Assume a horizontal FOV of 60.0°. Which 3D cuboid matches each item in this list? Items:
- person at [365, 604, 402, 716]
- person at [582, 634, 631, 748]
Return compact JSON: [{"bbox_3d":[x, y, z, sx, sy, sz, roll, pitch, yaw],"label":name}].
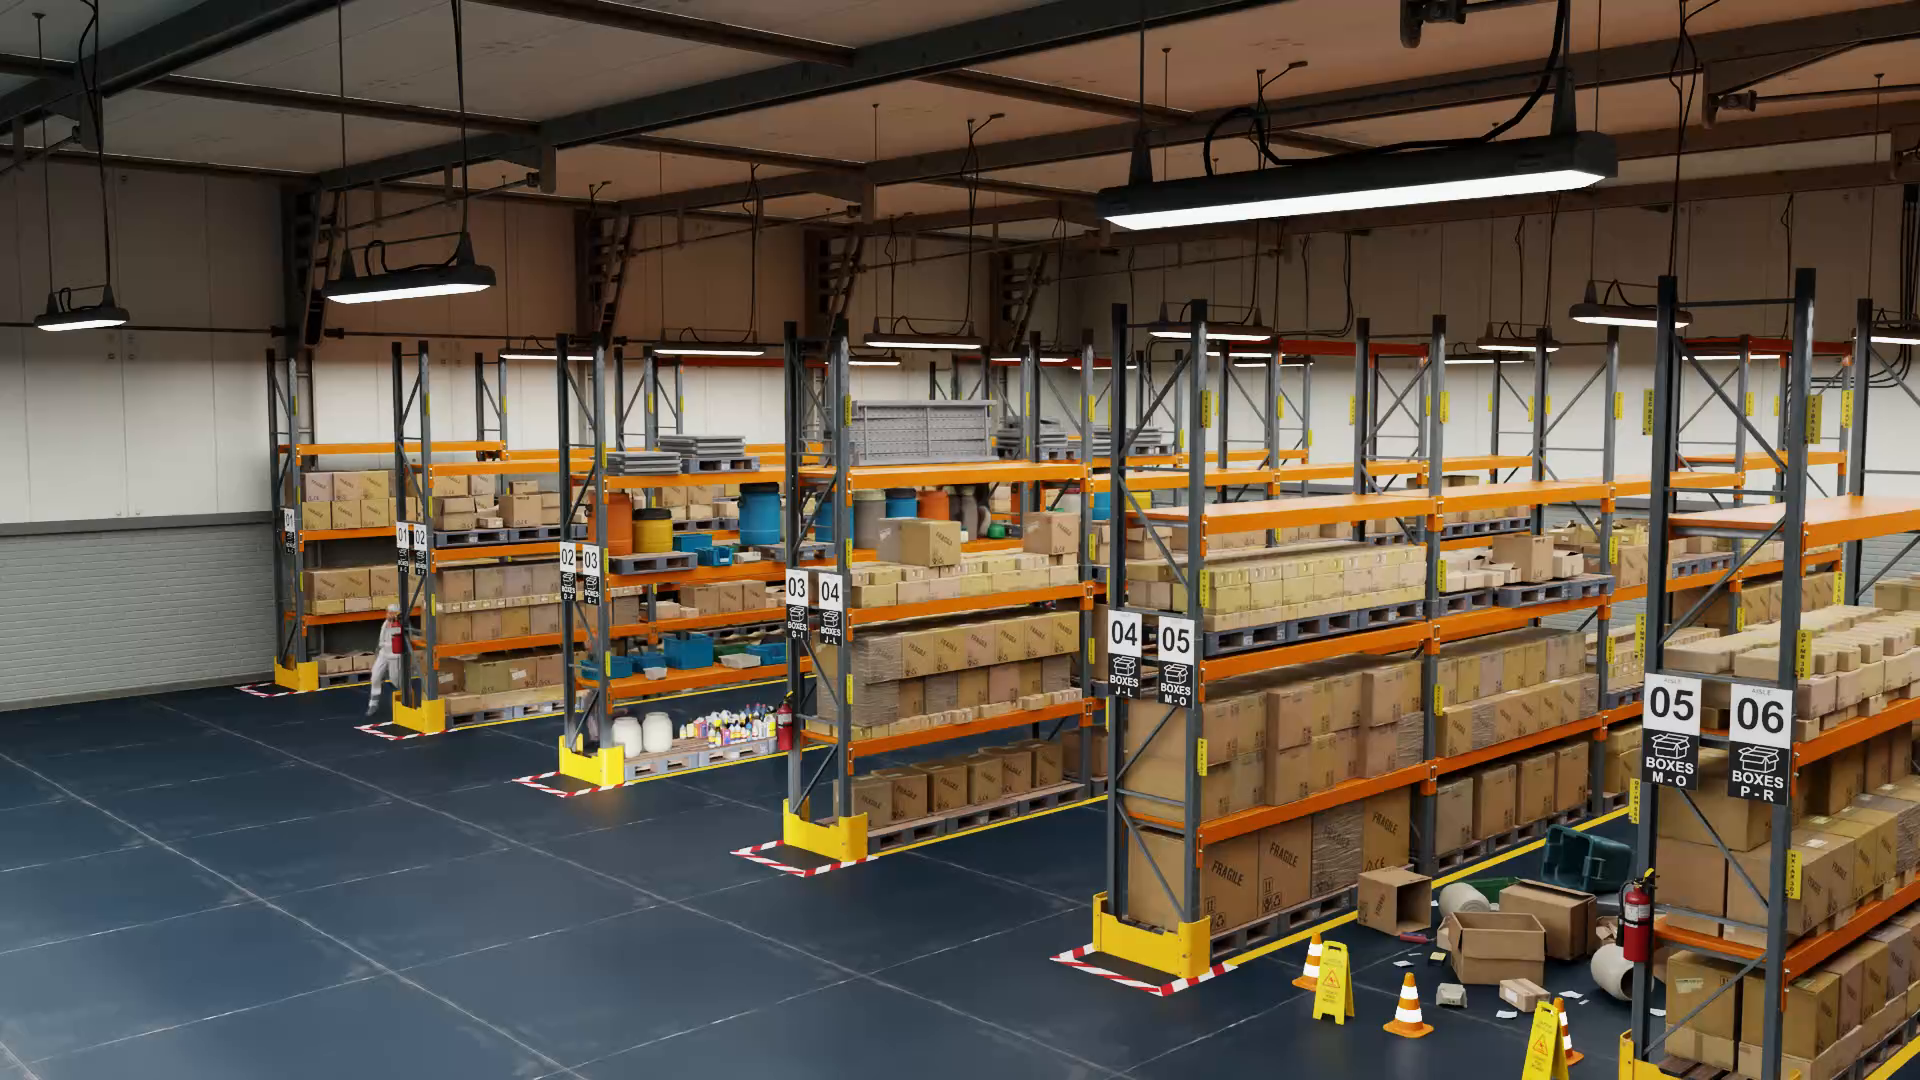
[{"bbox_3d":[-9.265,1.945,27.177,0.700,1.827,0.898,2,5,24],"label":"person"},{"bbox_3d":[-5.270,2.221,24.629,0.767,1.695,0.675,-4,6,-37],"label":"person"}]
